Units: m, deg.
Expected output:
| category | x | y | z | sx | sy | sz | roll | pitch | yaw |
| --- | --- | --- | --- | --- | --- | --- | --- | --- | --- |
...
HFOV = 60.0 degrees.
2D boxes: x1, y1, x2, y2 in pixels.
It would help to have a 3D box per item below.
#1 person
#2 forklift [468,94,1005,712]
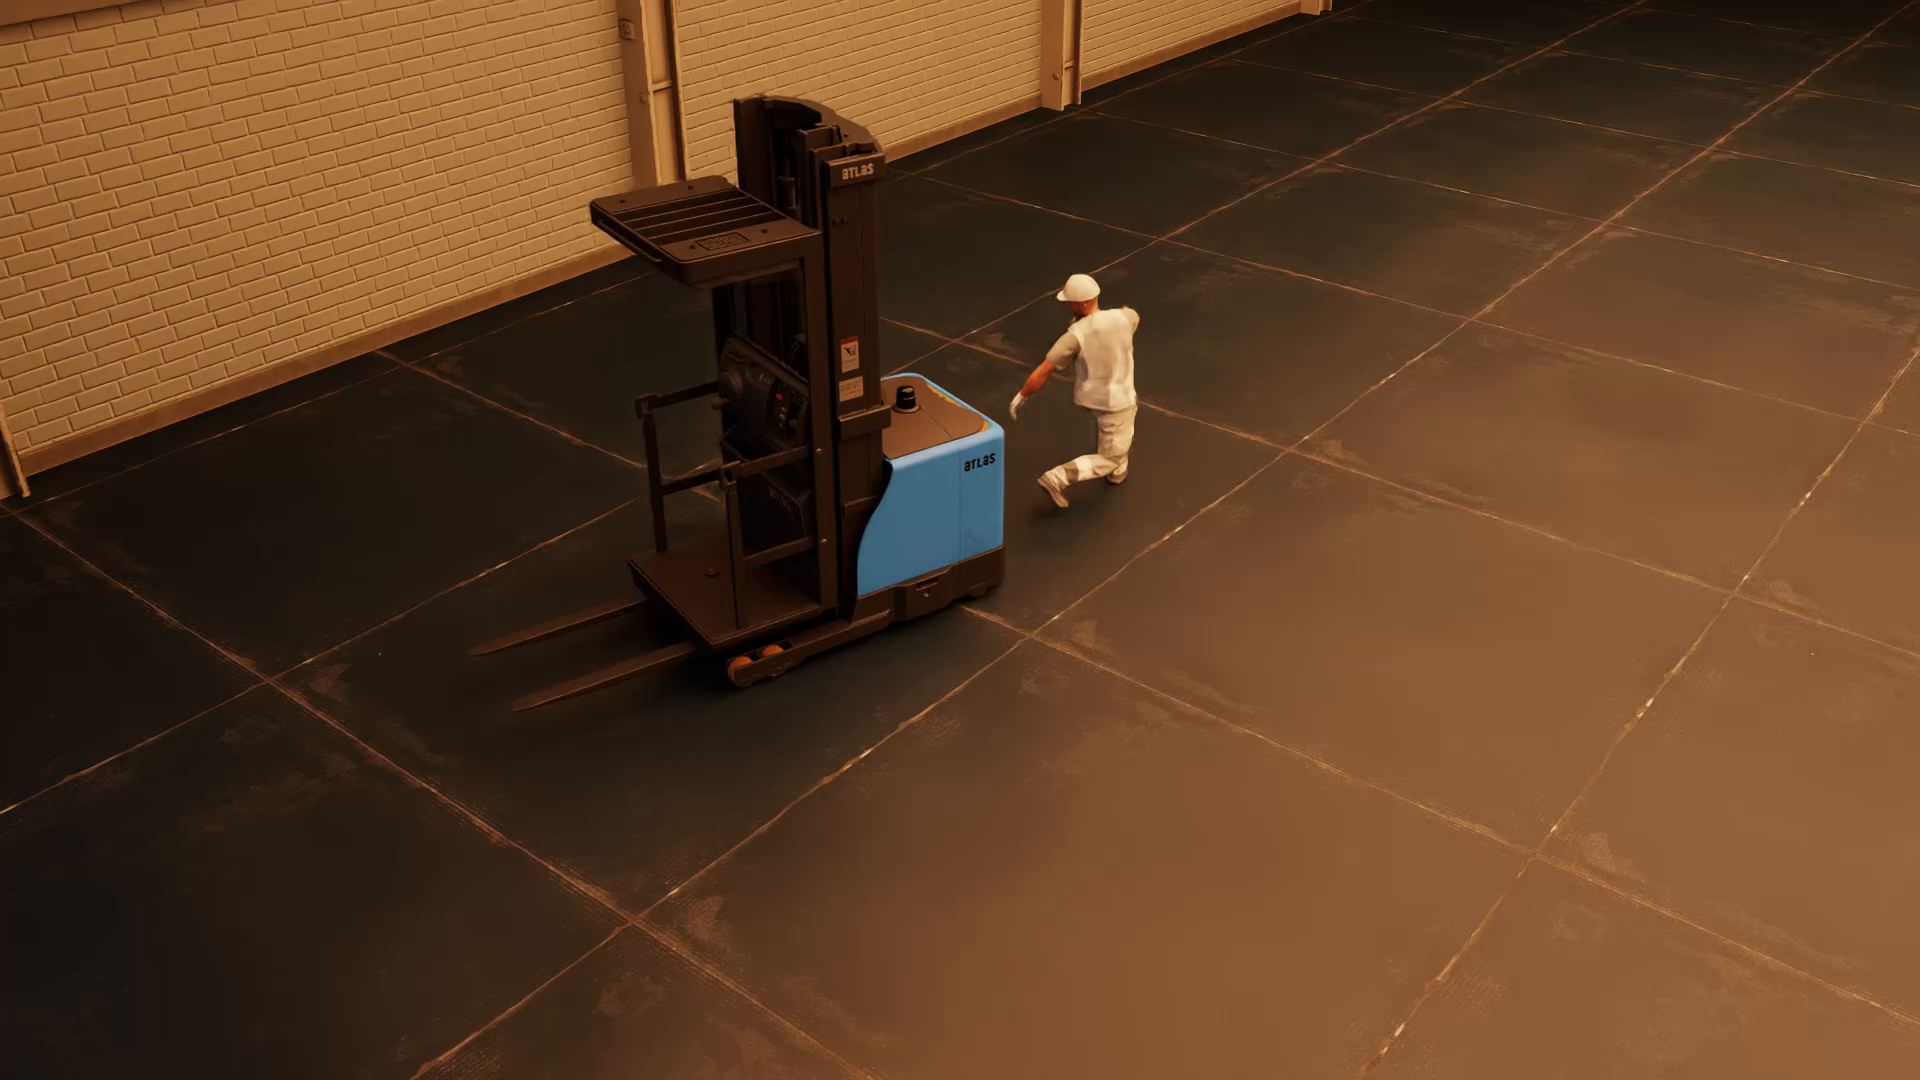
| category | x | y | z | sx | sy | sz | roll | pitch | yaw |
| --- | --- | --- | --- | --- | --- | --- | --- | --- | --- |
| person | 0.784 | -0.977 | 10.718 | 0.703 | 1.538 | 0.962 | 17 | 35 | 27 |
| forklift | -1.235 | -0.761 | 8.897 | 3.031 | 2.935 | 1.130 | -19 | 35 | -29 |
